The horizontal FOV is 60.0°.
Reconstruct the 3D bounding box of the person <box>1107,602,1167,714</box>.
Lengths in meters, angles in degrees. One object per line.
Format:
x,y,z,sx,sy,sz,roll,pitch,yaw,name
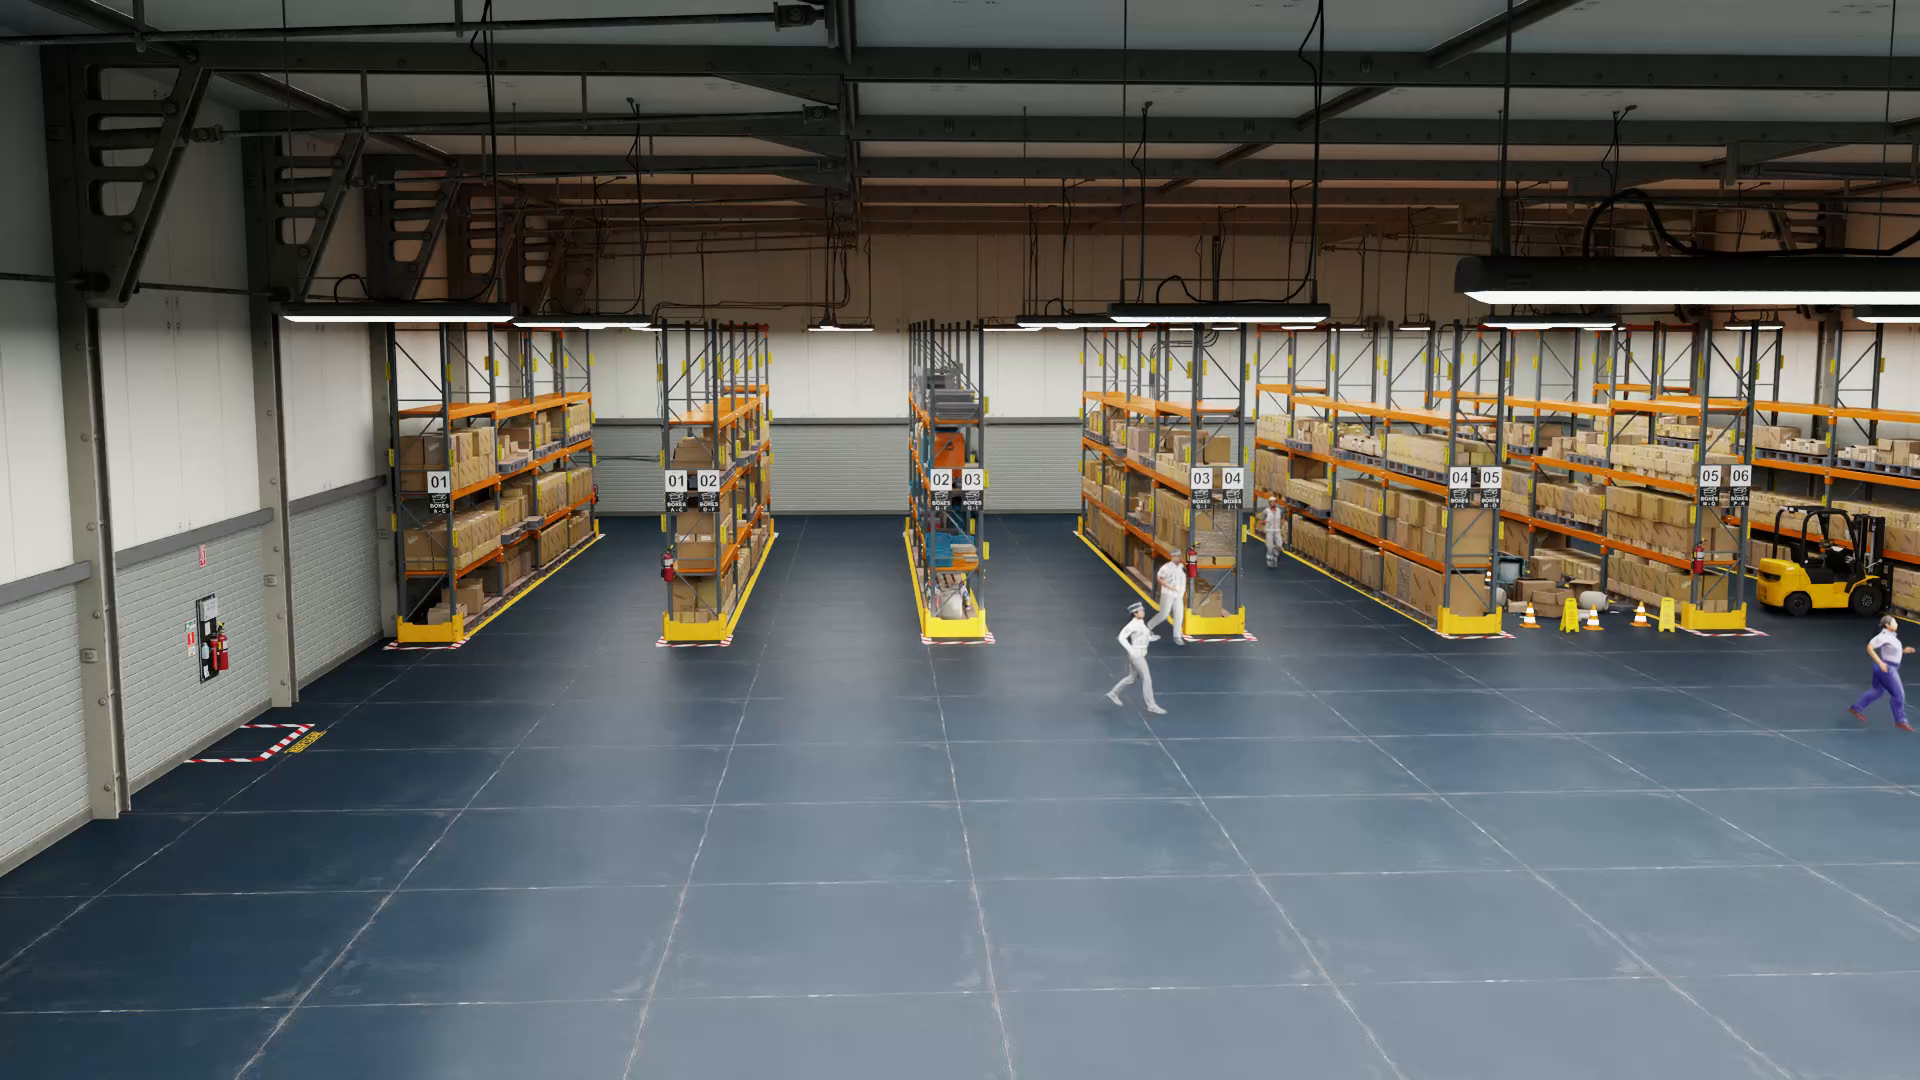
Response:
2.675,1.764,25.144,0.939,1.678,0.591,2,7,16,person

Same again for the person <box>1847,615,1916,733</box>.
13.437,1.925,24.159,0.895,1.654,0.594,4,8,29,person

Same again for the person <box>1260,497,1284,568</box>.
7.676,-0.179,40.668,0.639,1.756,0.609,0,7,-2,person

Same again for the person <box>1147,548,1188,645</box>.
3.982,1.026,30.980,0.733,1.749,0.974,-4,8,-32,person
